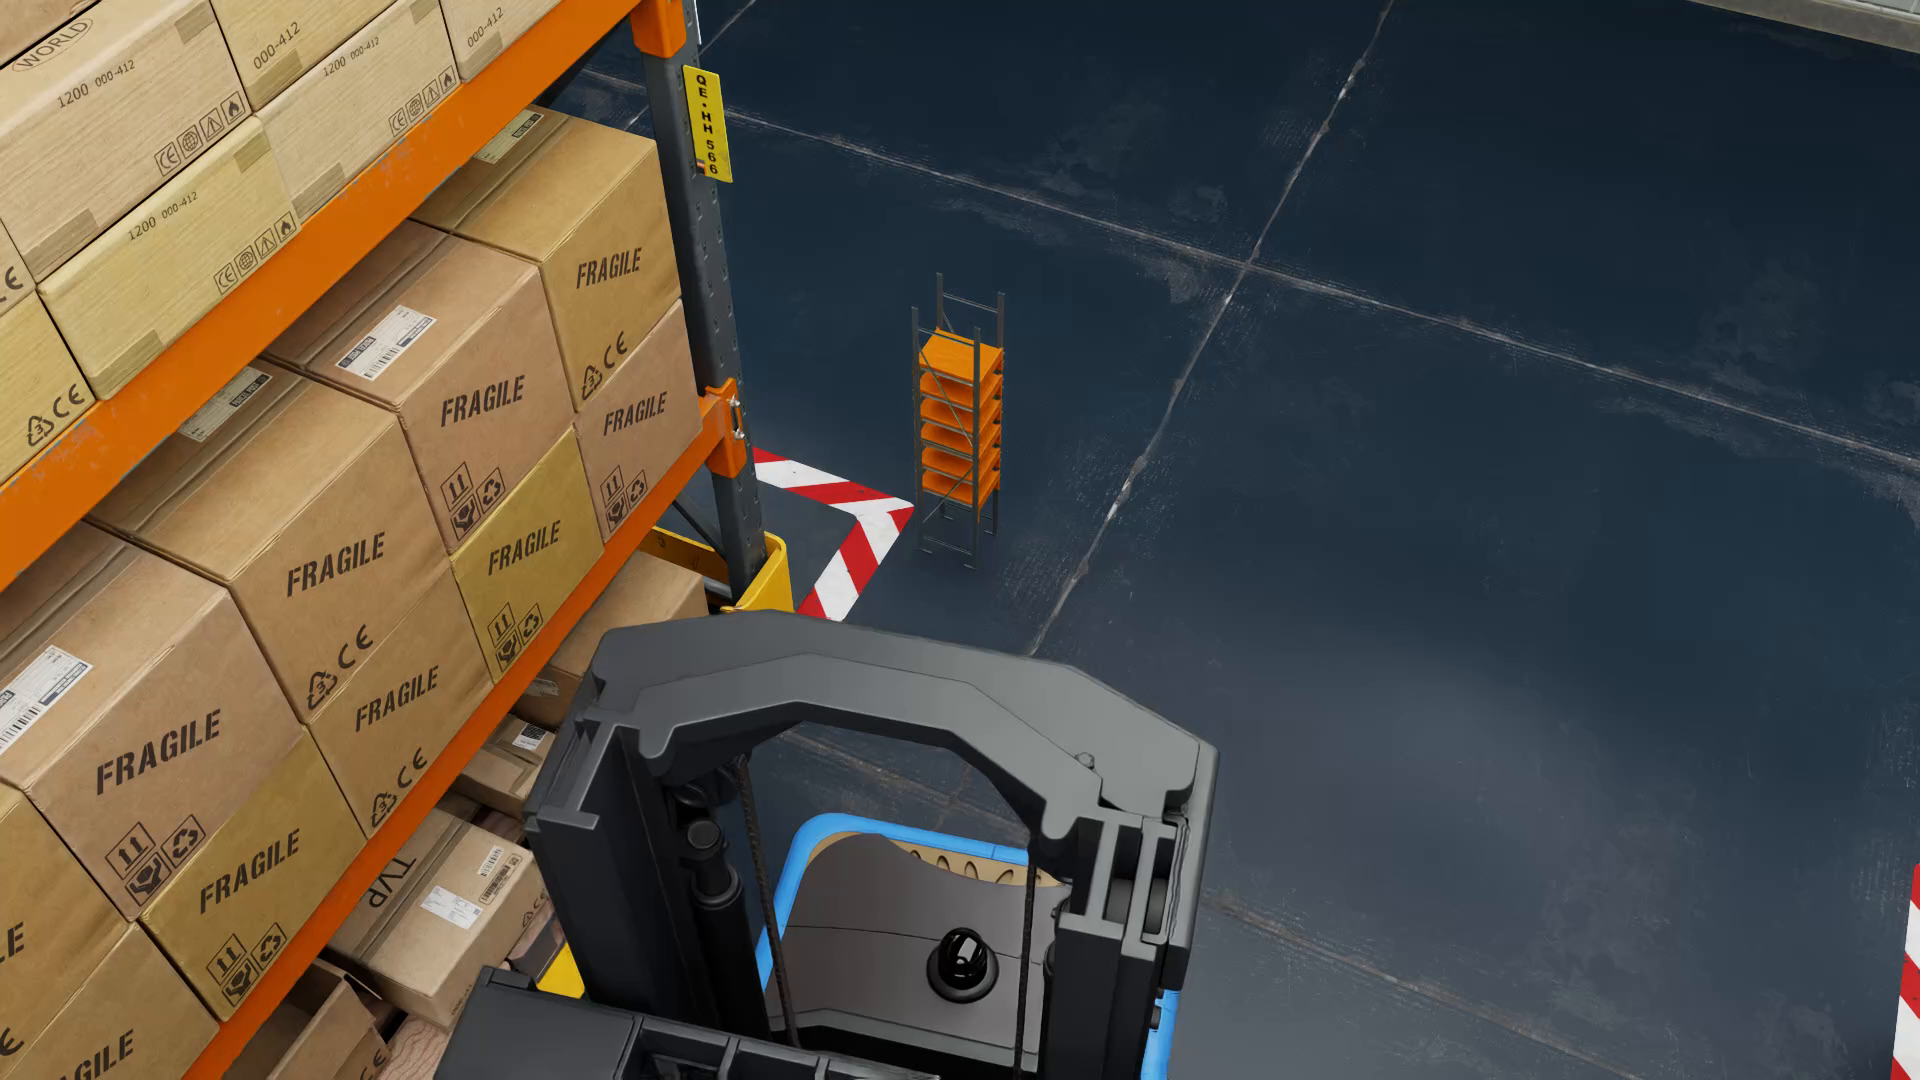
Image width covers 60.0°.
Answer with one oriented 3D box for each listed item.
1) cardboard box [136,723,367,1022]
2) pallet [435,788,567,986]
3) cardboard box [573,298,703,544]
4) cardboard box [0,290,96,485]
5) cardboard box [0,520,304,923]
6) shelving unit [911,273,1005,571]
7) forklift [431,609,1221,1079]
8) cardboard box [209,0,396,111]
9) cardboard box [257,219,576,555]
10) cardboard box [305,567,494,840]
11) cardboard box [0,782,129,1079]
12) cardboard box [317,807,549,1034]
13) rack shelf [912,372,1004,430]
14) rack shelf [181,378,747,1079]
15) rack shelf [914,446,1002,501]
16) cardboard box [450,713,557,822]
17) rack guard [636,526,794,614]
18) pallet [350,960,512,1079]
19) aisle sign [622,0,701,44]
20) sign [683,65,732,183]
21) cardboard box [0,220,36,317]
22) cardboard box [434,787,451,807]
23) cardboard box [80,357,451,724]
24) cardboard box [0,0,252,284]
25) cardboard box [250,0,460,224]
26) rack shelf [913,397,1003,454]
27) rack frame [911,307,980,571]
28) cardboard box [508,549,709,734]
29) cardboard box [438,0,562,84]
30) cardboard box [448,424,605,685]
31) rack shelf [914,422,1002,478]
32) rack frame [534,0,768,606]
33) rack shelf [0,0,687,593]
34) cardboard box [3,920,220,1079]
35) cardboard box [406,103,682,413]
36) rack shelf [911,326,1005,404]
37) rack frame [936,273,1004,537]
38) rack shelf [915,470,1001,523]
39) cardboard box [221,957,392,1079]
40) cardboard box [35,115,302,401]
[{"bbox_3d":[-1.727,0.647,3.664,0.500,0.500,0.500,19,52,16],"label":"cardboard box"},{"bbox_3d":[-1.502,0.741,5.481,1.003,0.211,1.213,20,52,16],"label":"pallet"},{"bbox_3d":[-1.075,-0.400,4.555,0.500,0.500,0.500,21,53,17],"label":"cardboard box"},{"bbox_3d":[-1.764,-0.220,2.597,0.500,0.250,0.500,20,52,16],"label":"cardboard box"},{"bbox_3d":[-1.723,0.335,3.273,0.500,0.500,0.500,21,53,17],"label":"cardboard box"},{"bbox_3d":[-0.006,-0.379,5.785,0.258,1.200,0.189,20,52,16],"label":"shelving unit"},{"bbox_3d":[-0.246,1.611,2.955,1.130,2.935,3.031,10,50,8],"label":"forklift"},{"bbox_3d":[-1.332,-1.069,2.991,0.500,0.250,0.500,20,52,16],"label":"cardboard box"},{"bbox_3d":[-1.286,-0.377,3.879,0.500,0.500,0.500,21,53,17],"label":"cardboard box"},{"bbox_3d":[-1.512,0.300,3.959,0.500,0.500,0.500,20,53,16],"label":"cardboard box"},{"bbox_3d":[-1.943,0.691,2.970,0.500,0.500,0.500,18,52,15],"label":"cardboard box"},{"bbox_3d":[-1.572,1.083,4.875,0.500,0.250,0.500,20,52,16],"label":"cardboard box"},{"bbox_3d":[-0.006,-0.506,5.636,0.258,0.103,0.180,20,52,16],"label":"rack shelf"},{"bbox_3d":[-1.984,0.846,4.033,1.077,0.370,4.000,20,52,16],"label":"rack shelf"},{"bbox_3d":[-0.006,-0.272,5.910,0.258,0.103,0.180,20,52,16],"label":"rack shelf"},{"bbox_3d":[-1.394,0.715,5.243,0.380,0.166,0.250,20,52,16],"label":"cardboard box"},{"bbox_3d":[-1.162,0.098,5.838,1.175,0.500,0.348,20,52,16],"label":"rack guard"},{"bbox_3d":[-2.024,1.578,4.769,1.003,0.211,1.213,20,52,16],"label":"pallet"},{"bbox_3d":[-0.824,-1.554,3.896,0.394,0.787,0.004,20,52,16],"label":"aisle sign"},{"bbox_3d":[-0.636,-1.048,4.204,0.100,0.325,0.005,20,52,16],"label":"sign"},{"bbox_3d":[-1.757,-0.379,2.404,0.500,0.250,0.500,20,52,16],"label":"cardboard box"},{"bbox_3d":[-1.832,0.611,5.278,0.500,0.250,0.500,20,52,16],"label":"cardboard box"},{"bbox_3d":[-1.504,-0.018,3.574,0.500,0.500,0.500,21,53,17],"label":"cardboard box"},{"bbox_3d":[-1.549,-0.726,2.699,0.500,0.250,0.500,20,52,16],"label":"cardboard box"},{"bbox_3d":[-1.334,-0.908,3.182,0.500,0.250,0.500,20,52,16],"label":"cardboard box"},{"bbox_3d":[-0.006,-0.428,5.727,0.258,0.103,0.180,20,52,16],"label":"rack shelf"},{"bbox_3d":[-0.045,-0.316,5.731,0.240,1.200,0.006,20,52,16],"label":"rack frame"},{"bbox_3d":[-1.139,0.358,5.329,0.500,0.500,0.500,20,52,16],"label":"cardboard box"},{"bbox_3d":[-1.111,-1.248,3.472,0.500,0.250,0.500,20,52,16],"label":"cardboard box"},{"bbox_3d":[-1.293,-0.041,4.250,0.500,0.500,0.500,20,53,16],"label":"cardboard box"},{"bbox_3d":[-0.006,-0.350,5.818,0.258,0.103,0.180,20,52,16],"label":"rack shelf"},{"bbox_3d":[-1.130,-0.764,4.931,1.000,3.000,0.127,20,52,16],"label":"rack frame"},{"bbox_3d":[-1.984,-0.126,2.891,1.077,0.370,4.000,20,52,16],"label":"rack shelf"},{"bbox_3d":[-1.943,0.998,3.366,0.500,0.500,0.500,20,52,16],"label":"cardboard box"},{"bbox_3d":[-1.071,-0.725,4.175,0.500,0.500,0.500,19,52,16],"label":"cardboard box"},{"bbox_3d":[-0.006,-0.583,5.544,0.258,0.103,0.180,20,52,16],"label":"rack shelf"},{"bbox_3d":[0.033,-0.442,5.838,0.240,1.200,0.006,20,52,16],"label":"rack frame"},{"bbox_3d":[-0.006,-0.195,6.001,0.258,0.103,0.180,20,52,16],"label":"rack shelf"},{"bbox_3d":[-2.041,1.361,4.473,0.797,0.503,0.637,20,52,16],"label":"cardboard box"},{"bbox_3d":[-1.536,-0.559,2.885,0.500,0.250,0.500,20,52,16],"label":"cardboard box"}]
